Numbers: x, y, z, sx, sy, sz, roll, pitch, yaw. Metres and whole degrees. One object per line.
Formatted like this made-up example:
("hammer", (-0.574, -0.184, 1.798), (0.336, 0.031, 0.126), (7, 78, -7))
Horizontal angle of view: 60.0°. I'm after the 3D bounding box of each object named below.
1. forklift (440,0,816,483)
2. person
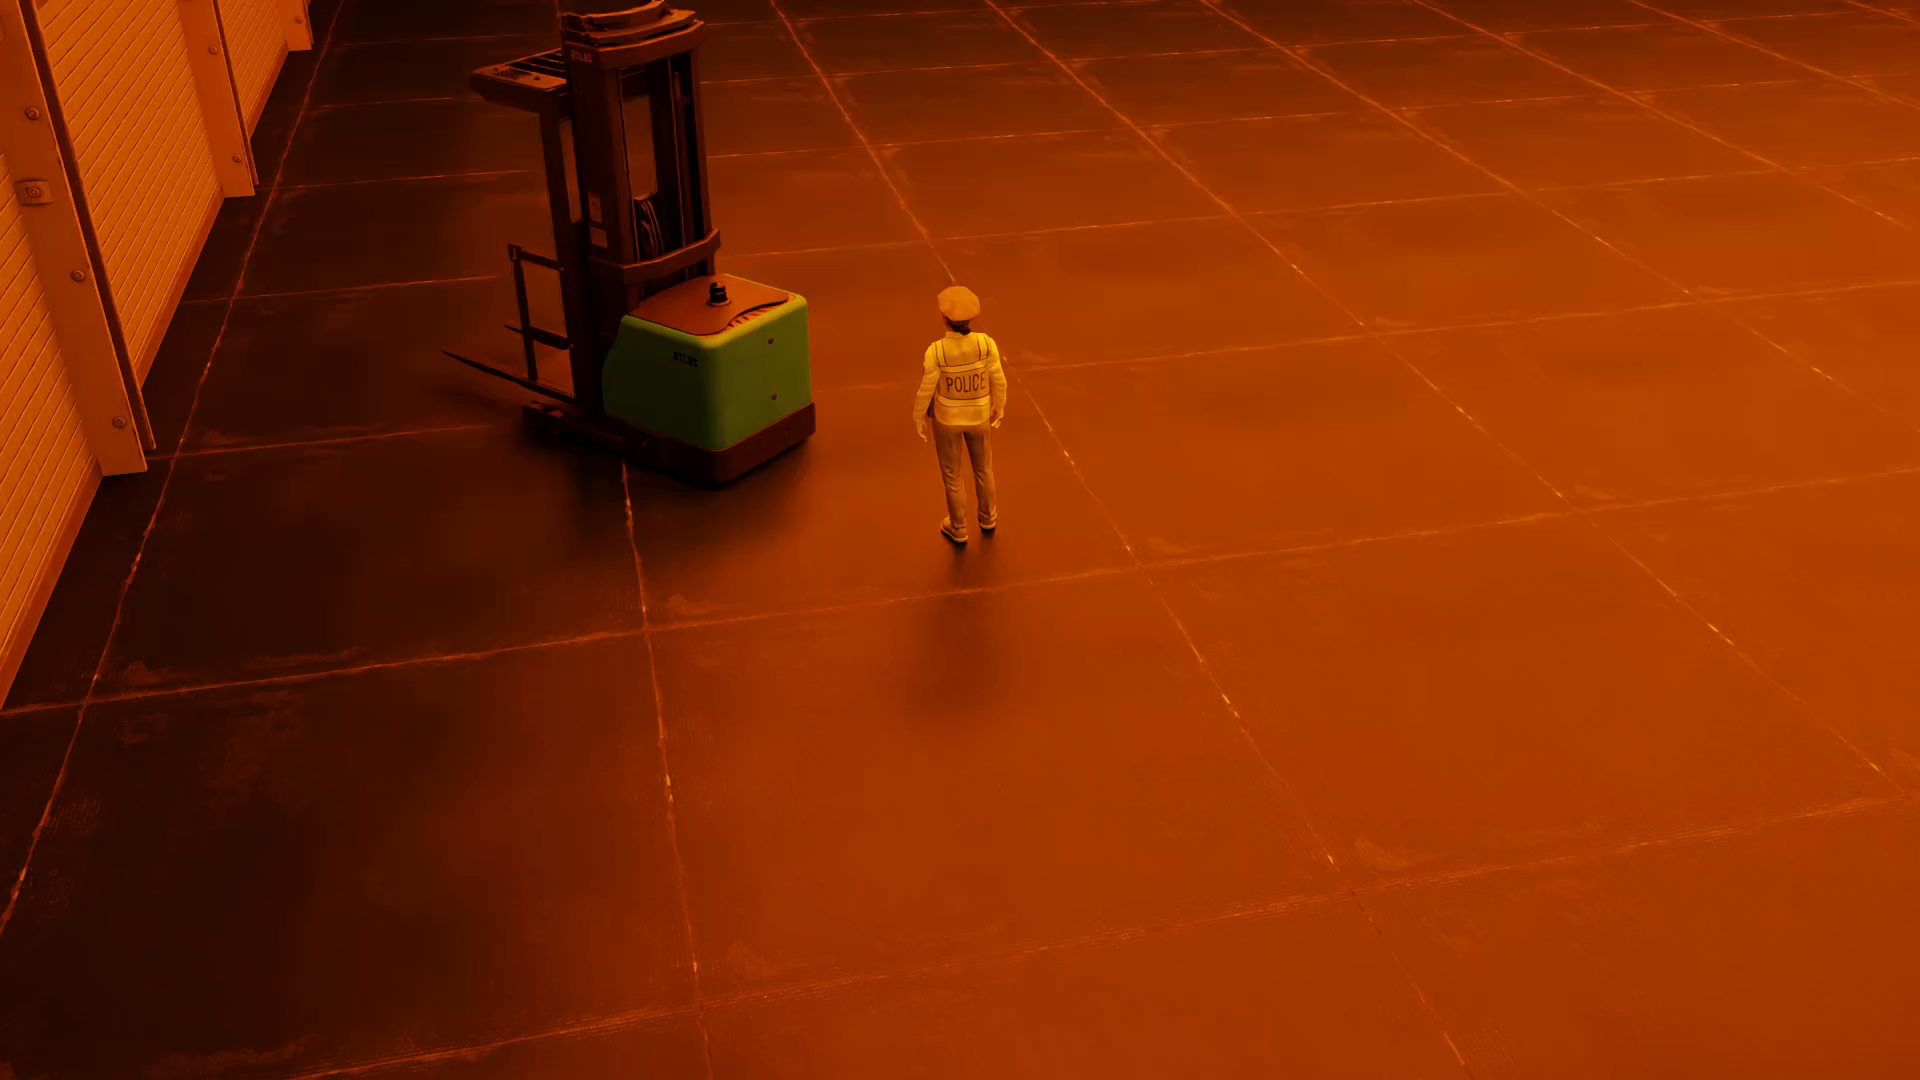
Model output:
("forklift", (-2.507, -2.216, 11.402), (3.031, 2.935, 1.130), (20, 35, 30))
("person", (-0.009, -0.773, 10.129), (0.588, 1.696, 0.533), (-7, 31, -12))
